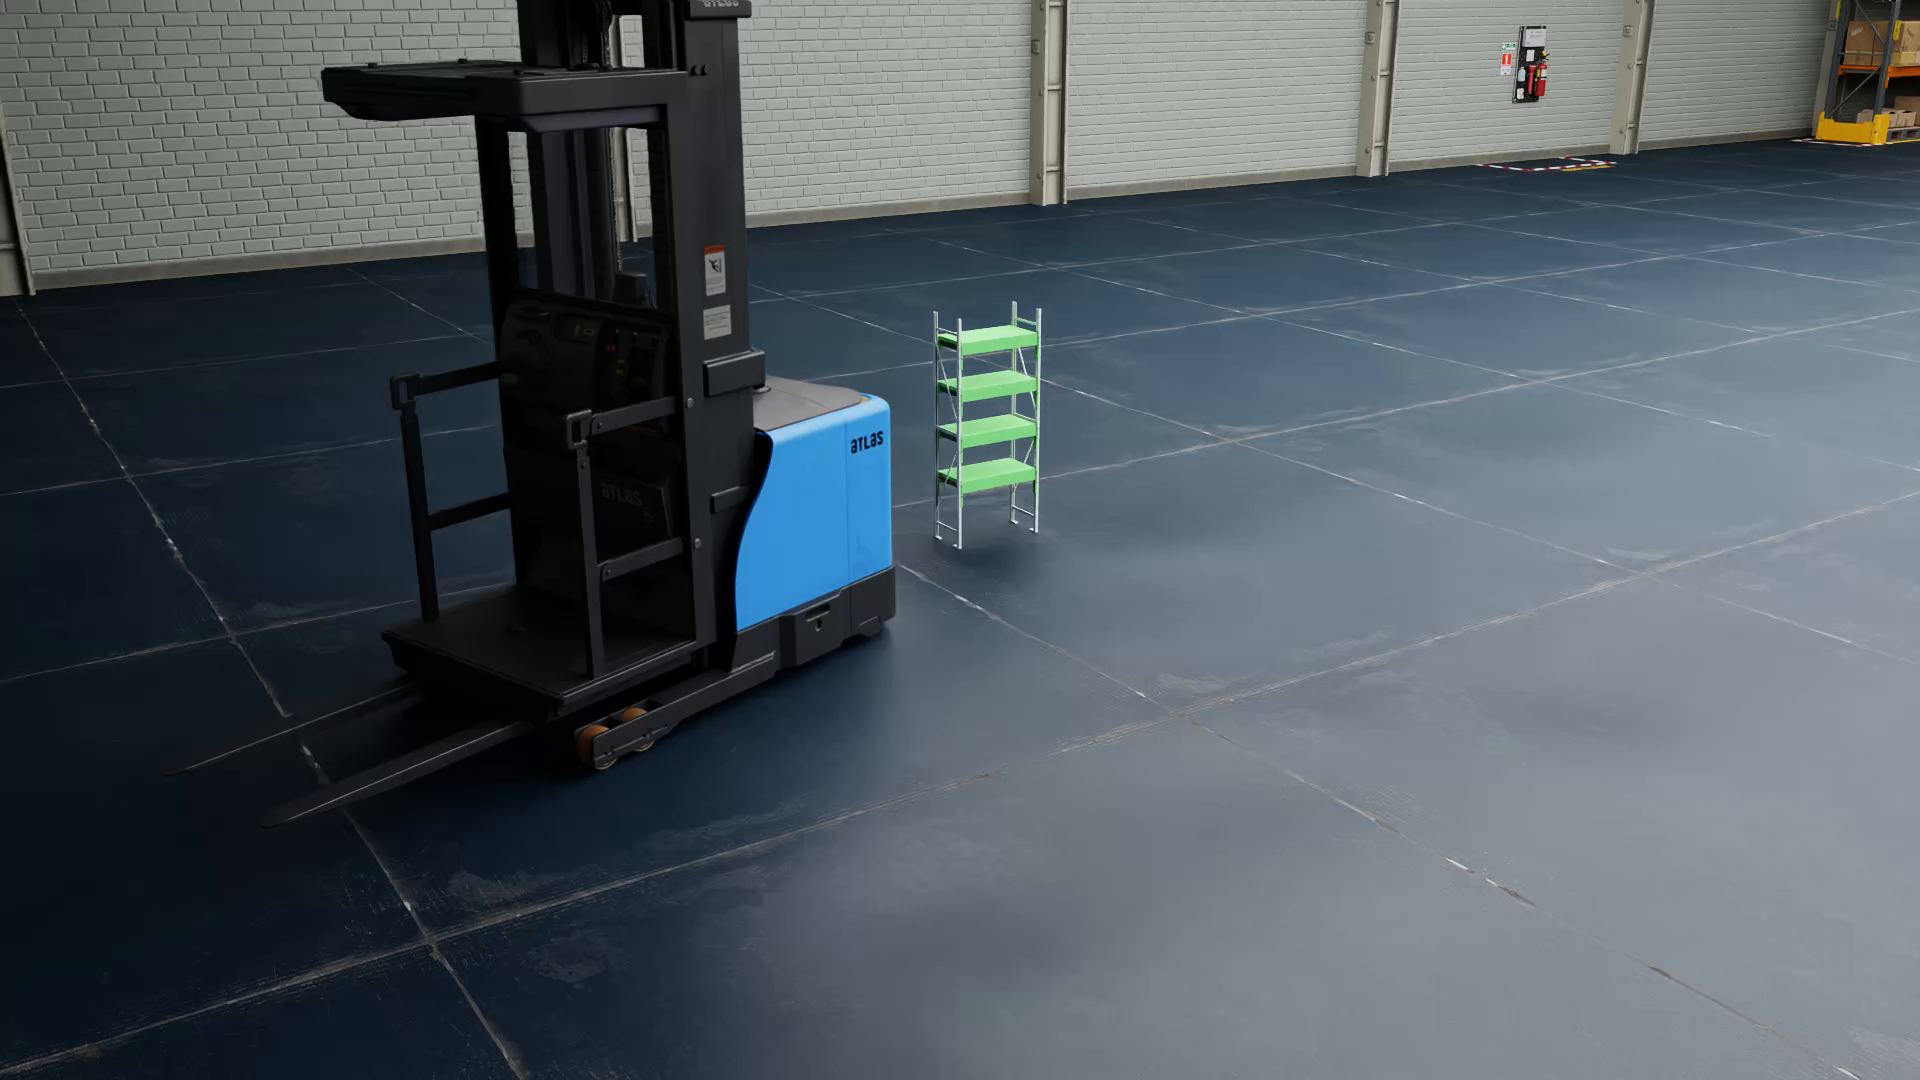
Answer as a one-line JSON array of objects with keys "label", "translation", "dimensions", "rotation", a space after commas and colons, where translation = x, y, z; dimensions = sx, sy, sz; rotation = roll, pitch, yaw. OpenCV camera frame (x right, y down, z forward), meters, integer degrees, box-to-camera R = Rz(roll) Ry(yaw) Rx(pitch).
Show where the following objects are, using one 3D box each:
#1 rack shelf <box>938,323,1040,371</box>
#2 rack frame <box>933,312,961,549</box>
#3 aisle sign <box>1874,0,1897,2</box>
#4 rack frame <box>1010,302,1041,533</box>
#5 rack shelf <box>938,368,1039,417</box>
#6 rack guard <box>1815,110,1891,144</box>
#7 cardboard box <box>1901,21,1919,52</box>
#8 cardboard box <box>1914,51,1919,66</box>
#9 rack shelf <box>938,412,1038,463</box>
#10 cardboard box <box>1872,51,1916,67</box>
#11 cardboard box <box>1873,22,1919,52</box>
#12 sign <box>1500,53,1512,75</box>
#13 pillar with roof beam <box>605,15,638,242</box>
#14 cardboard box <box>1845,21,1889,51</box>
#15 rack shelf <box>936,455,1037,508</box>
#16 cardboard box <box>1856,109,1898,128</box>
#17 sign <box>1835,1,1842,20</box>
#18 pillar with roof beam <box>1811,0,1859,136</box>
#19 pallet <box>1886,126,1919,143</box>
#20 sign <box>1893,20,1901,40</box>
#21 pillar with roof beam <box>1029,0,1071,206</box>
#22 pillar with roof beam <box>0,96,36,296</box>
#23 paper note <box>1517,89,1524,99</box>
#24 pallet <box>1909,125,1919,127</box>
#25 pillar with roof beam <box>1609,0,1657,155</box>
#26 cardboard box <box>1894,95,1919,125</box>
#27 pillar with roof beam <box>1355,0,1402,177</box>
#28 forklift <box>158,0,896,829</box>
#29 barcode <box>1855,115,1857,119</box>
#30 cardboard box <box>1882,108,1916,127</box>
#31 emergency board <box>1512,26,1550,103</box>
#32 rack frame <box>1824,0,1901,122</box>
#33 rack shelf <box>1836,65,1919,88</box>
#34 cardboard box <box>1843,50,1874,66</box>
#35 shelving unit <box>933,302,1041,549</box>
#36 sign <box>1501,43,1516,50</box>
[{"label": "rack shelf", "translation": [0.138, -0.992, 8.506], "dimensions": [0.480, 0.148, 0.258], "rotation": [-12, 22, -31]}, {"label": "rack frame", "translation": [-0.066, -0.555, 8.512], "dimensions": [0.015, 1.200, 0.240], "rotation": [-12, 22, -31]}, {"label": "aisle sign", "translation": [16.179, -9.784, 28.942], "dimensions": [0.004, 0.787, 0.394], "rotation": [-12, 22, -31]}, {"label": "rack frame", "translation": [0.342, -0.641, 8.766], "dimensions": [0.015, 1.200, 0.240], "rotation": [-12, 22, -31]}, {"label": "rack shelf", "translation": [0.138, -0.764, 8.582], "dimensions": [0.480, 0.148, 0.258], "rotation": [-12, 22, -31]}, {"label": "rack guard", "translation": [16.138, -7.475, 30.073], "dimensions": [0.348, 0.500, 1.175], "rotation": [-12, 22, -31]}, {"label": "cardboard box", "translation": [17.057, -9.027, 29.795], "dimensions": [0.500, 0.500, 0.500], "rotation": [-12, 22, -31]}, {"label": "cardboard box", "translation": [17.082, -8.680, 29.939], "dimensions": [0.500, 0.250, 0.500], "rotation": [-13, 22, -33]}, {"label": "rack shelf", "translation": [0.138, -0.537, 8.659], "dimensions": [0.480, 0.148, 0.258], "rotation": [-12, 22, -31]}, {"label": "cardboard box", "translation": [16.657, -8.585, 29.657], "dimensions": [0.500, 0.250, 0.500], "rotation": [-13, 22, -33]}, {"label": "cardboard box", "translation": [16.638, -8.943, 29.545], "dimensions": [0.500, 0.500, 0.500], "rotation": [-12, 22, -31]}, {"label": "sign", "translation": [8.569, -7.465, 26.087], "dimensions": [0.234, 0.329, 0.001], "rotation": [-12, 22, -31]}, {"label": "pillar with roof beam", "translation": [-1.493, -6.463, 13.811], "dimensions": [0.400, 9.000, 9.100], "rotation": [-12, 22, -31]}, {"label": "cardboard box", "translation": [16.351, -9.079, 29.948], "dimensions": [0.500, 0.500, 0.500], "rotation": [-12, 22, -32]}, {"label": "rack shelf", "translation": [0.138, -0.310, 8.736], "dimensions": [0.480, 0.148, 0.258], "rotation": [-12, 22, -31]}, {"label": "cardboard box", "translation": [16.702, -7.678, 30.283], "dimensions": [0.500, 0.311, 0.500], "rotation": [-15, 24, -37]}, {"label": "sign", "translation": [15.786, -9.496, 29.847], "dimensions": [0.005, 0.325, 0.100], "rotation": [-12, 22, -31]}, {"label": "pillar with roof beam", "translation": [18.551, -10.690, 26.316], "dimensions": [0.400, 9.000, 9.100], "rotation": [-12, 22, -31]}, {"label": "pallet", "translation": [16.836, -7.471, 30.515], "dimensions": [1.213, 0.211, 1.003], "rotation": [-12, 22, -31]}, {"label": "sign", "translation": [16.373, -8.910, 29.066], "dimensions": [0.005, 0.325, 0.100], "rotation": [-12, 22, -31]}, {"label": "pillar with roof beam", "translation": [3.518, -7.520, 16.937], "dimensions": [0.400, 9.000, 9.100], "rotation": [-12, 22, -31]}, {"label": "pillar with roof beam", "translation": [-6.504, -5.406, 10.685], "dimensions": [0.400, 9.000, 9.100], "rotation": [-12, 22, -31]}, {"label": "paper note", "translation": [8.902, -7.088, 26.403], "dimensions": [0.142, 0.148, 0.016], "rotation": [-12, 22, -31]}, {"label": "pallet", "translation": [17.854, -7.685, 31.147], "dimensions": [1.213, 0.211, 1.003], "rotation": [-12, 22, -31]}, {"label": "pillar with roof beam", "translation": [13.540, -9.634, 23.190], "dimensions": [0.400, 9.000, 9.100], "rotation": [-12, 22, -31]}, {"label": "cardboard box", "translation": [17.818, -7.984, 30.892], "dimensions": [0.500, 0.500, 0.700], "rotation": [-14, 23, -35]}, {"label": "pillar with roof beam", "translation": [8.529, -8.577, 20.064], "dimensions": [0.400, 9.000, 9.100], "rotation": [-12, 22, -31]}, {"label": "forklift", "translation": [-1.577, -0.708, 6.261], "dimensions": [1.130, 2.935, 3.031], "rotation": [14, 23, 35]}, {"label": "barcode", "translation": [16.497, -7.792, 30.607], "dimensions": [0.075, 0.075, 0.001], "rotation": [-12, 22, -31]}, {"label": "cardboard box", "translation": [17.178, -7.778, 30.580], "dimensions": [0.500, 0.311, 0.500], "rotation": [-10, 21, -27]}, {"label": "emergency board", "translation": [9.087, -7.518, 26.299], "dimensions": [0.643, 1.169, 0.194], "rotation": [-12, 22, -31]}, {"label": "rack frame", "translation": [16.074, -8.645, 29.633], "dimensions": [0.127, 3.000, 1.000], "rotation": [-12, 22, -31]}, {"label": "rack shelf", "translation": [17.745, -8.657, 30.791], "dimensions": [4.000, 0.370, 1.077], "rotation": [-12, 22, -31]}, {"label": "cardboard box", "translation": [16.358, -8.718, 30.051], "dimensions": [0.500, 0.250, 0.500], "rotation": [-12, 22, -31]}, {"label": "shelving unit", "translation": [0.138, -0.598, 8.639], "dimensions": [0.503, 1.200, 0.258], "rotation": [-12, 22, -31]}, {"label": "sign", "translation": [8.578, -7.715, 25.997], "dimensions": [0.331, 0.109, 0.001], "rotation": [-12, 22, -31]}]
